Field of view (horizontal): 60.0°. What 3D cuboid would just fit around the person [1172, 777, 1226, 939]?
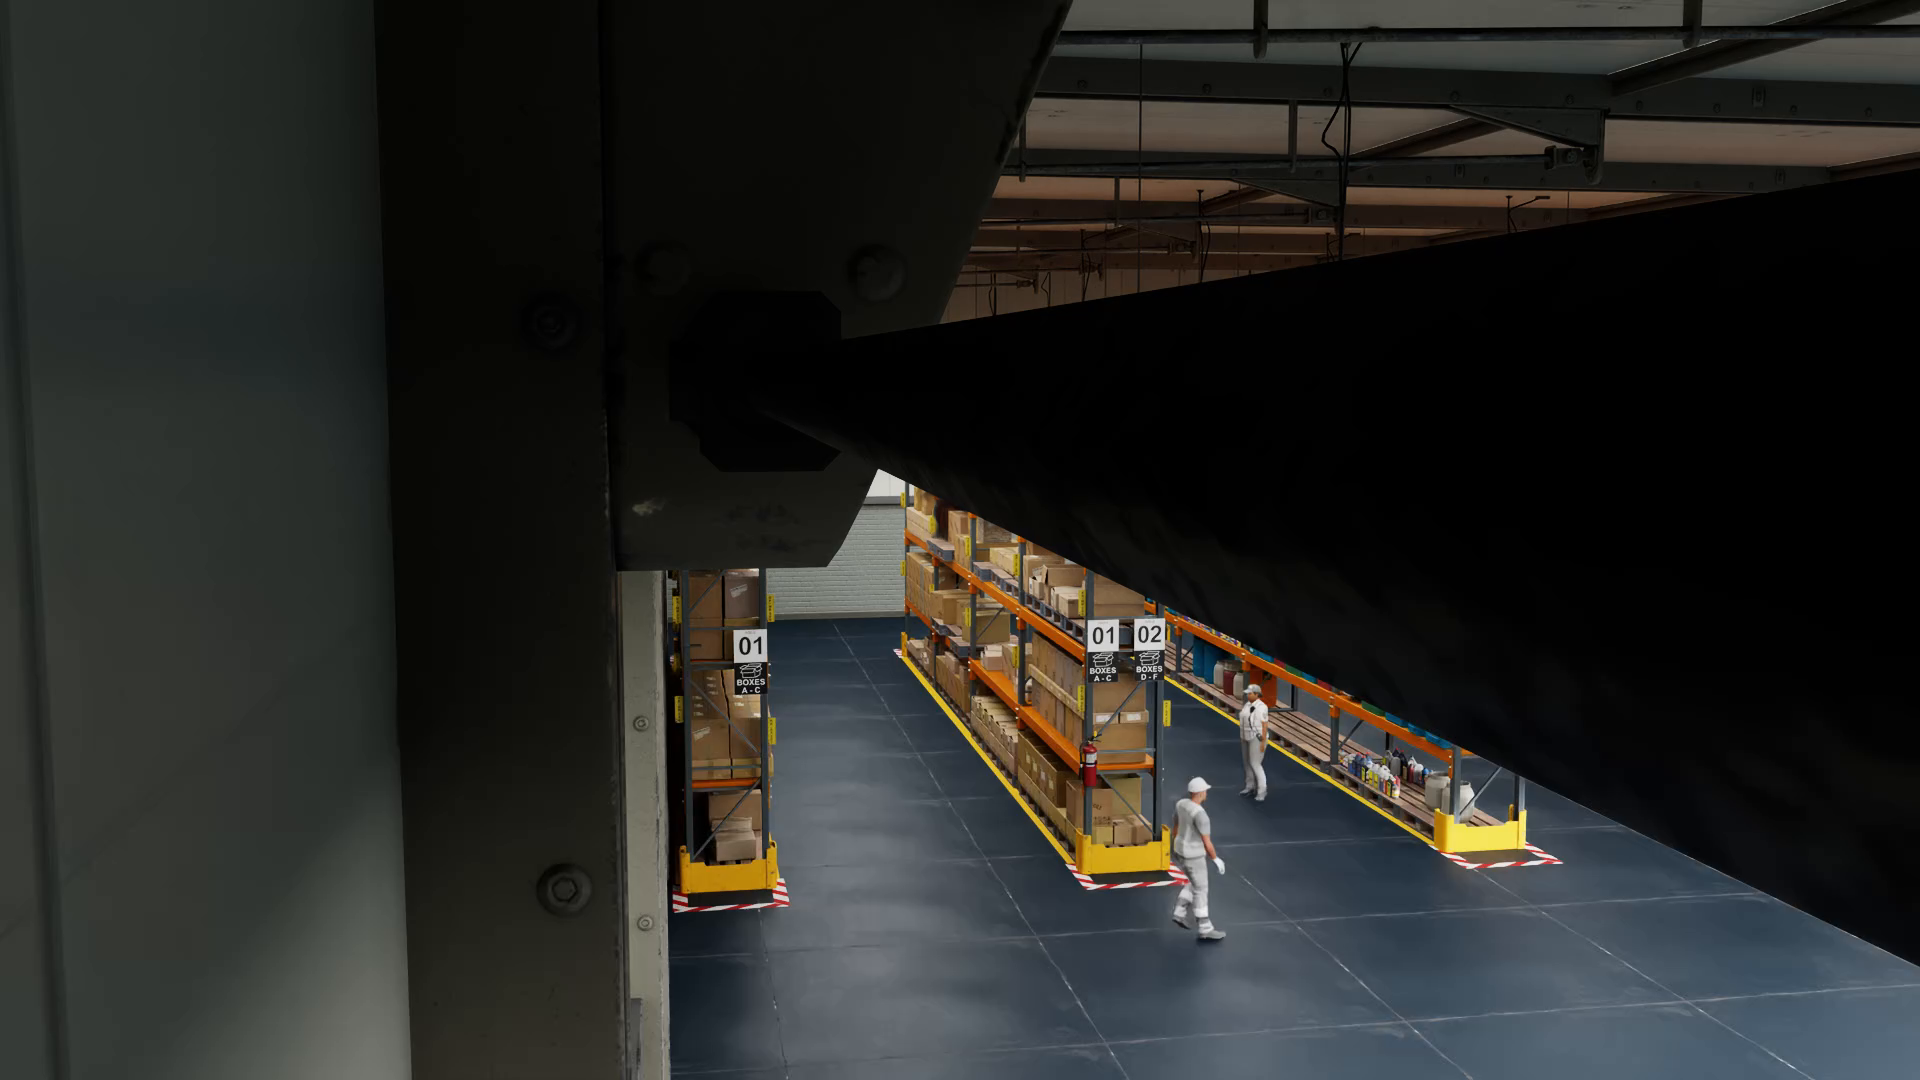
[{"bbox_3d":[2.642,3.520,18.529,0.535,1.786,0.669,-2,6,-19],"label":"person"}]

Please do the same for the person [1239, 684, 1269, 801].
[{"bbox_3d":[4.332,2.978,24.524,0.381,1.709,0.533,-2,6,-22],"label":"person"}]
